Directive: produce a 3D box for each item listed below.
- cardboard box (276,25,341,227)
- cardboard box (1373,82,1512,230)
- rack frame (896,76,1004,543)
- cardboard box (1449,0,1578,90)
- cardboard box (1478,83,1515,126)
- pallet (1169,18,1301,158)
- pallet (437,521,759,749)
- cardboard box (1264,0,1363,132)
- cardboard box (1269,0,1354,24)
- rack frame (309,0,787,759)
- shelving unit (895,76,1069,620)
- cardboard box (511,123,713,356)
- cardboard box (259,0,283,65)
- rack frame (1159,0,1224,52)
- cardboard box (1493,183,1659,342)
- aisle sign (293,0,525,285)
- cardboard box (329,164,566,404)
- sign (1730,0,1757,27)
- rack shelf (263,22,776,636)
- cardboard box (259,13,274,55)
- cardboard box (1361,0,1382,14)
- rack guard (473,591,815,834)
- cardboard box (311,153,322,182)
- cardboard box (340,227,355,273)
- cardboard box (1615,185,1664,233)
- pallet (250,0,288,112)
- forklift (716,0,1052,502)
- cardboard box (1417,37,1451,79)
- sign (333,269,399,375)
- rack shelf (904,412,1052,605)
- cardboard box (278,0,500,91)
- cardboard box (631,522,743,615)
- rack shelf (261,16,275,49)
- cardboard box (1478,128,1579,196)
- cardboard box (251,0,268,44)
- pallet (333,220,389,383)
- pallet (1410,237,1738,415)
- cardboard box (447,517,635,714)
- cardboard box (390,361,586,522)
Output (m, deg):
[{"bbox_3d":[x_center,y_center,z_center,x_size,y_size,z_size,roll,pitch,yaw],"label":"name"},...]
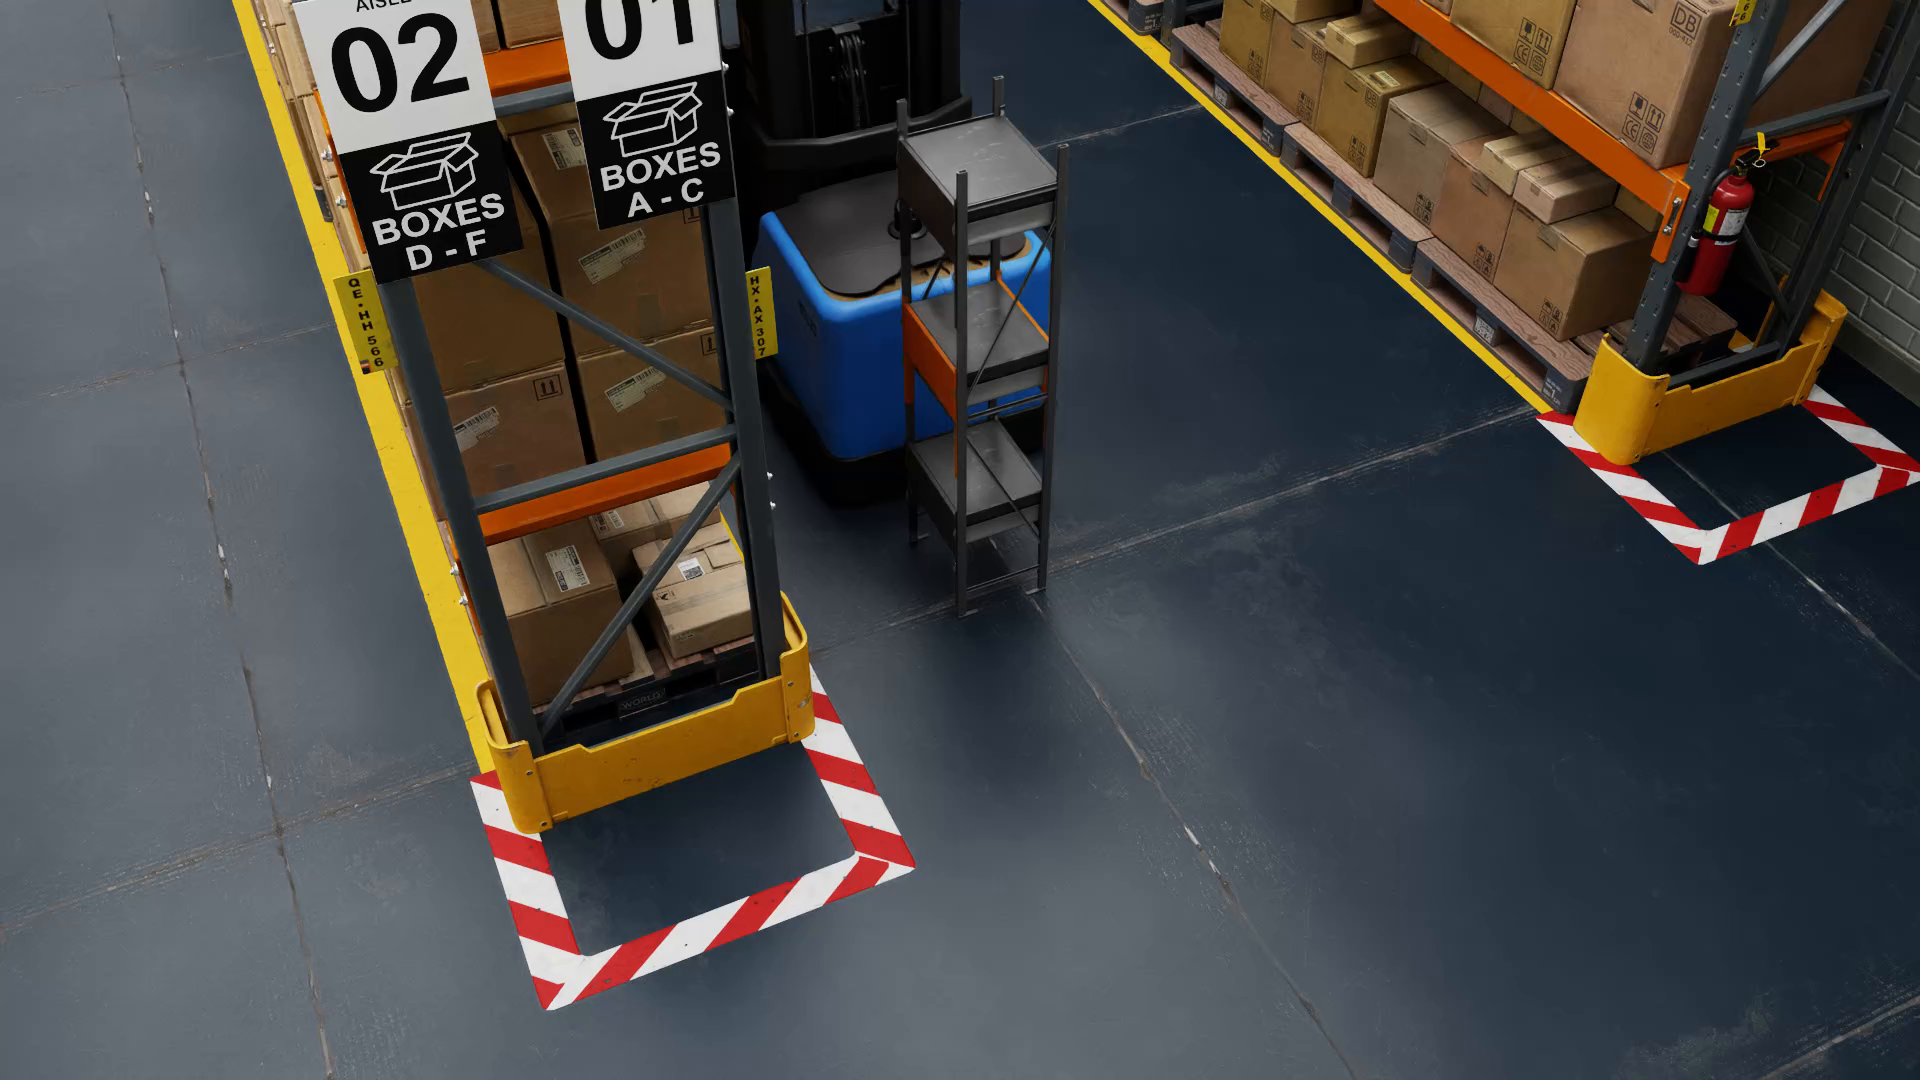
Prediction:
[{"bbox_3d":[-1.977,-1.462,5.682,0.500,0.500,0.500,-17,47,-16],"label":"cardboard box"},{"bbox_3d":[2.580,-1.998,8.489,0.700,0.500,0.500,-19,48,-19],"label":"cardboard box"},{"bbox_3d":[-0.033,-0.797,6.432,0.400,2.100,0.015,-18,47,-17],"label":"rack frame"},{"bbox_3d":[2.848,-2.572,7.376,0.980,0.700,0.700,-18,48,-18],"label":"cardboard box"},{"bbox_3d":[2.811,-2.213,8.245,0.380,0.149,0.250,-17,47,-17],"label":"cardboard box"},{"bbox_3d":[1.955,-2.731,9.737,1.003,0.211,1.213,-18,47,-17],"label":"pallet"},{"bbox_3d":[-1.473,0.219,6.747,1.003,0.211,1.213,-18,47,-17],"label":"pallet"},{"bbox_3d":[2.136,-2.663,9.163,0.700,0.500,0.500,-18,48,-18],"label":"cardboard box"},{"bbox_3d":[1.906,-2.943,8.985,0.380,0.149,0.250,-17,47,-16],"label":"cardboard box"},{"bbox_3d":[-1.105,-0.217,5.203,1.000,3.000,0.127,-18,47,-17],"label":"rack frame"},{"bbox_3d":[0.070,-0.642,6.274,0.431,2.100,0.503,-18,47,-17],"label":"shelving unit"},{"bbox_3d":[-1.052,-0.970,5.183,0.500,0.500,0.500,-17,47,-16],"label":"cardboard box"},{"bbox_3d":[-2.411,-2.118,6.347,0.500,0.500,0.500,-19,48,-19],"label":"cardboard box"},{"bbox_3d":[1.706,-4.232,9.272,1.000,3.000,0.127,-18,47,-17],"label":"rack frame"},{"bbox_3d":[3.003,-1.359,7.841,0.700,0.500,0.500,-18,47,-17],"label":"cardboard box"},{"bbox_3d":[-1.354,-1.009,4.155,0.394,0.787,0.004,-18,47,-17],"label":"aisle sign"},{"bbox_3d":[-1.542,-0.811,5.022,0.500,0.500,0.500,-18,48,-18],"label":"cardboard box"},{"bbox_3d":[2.890,-2.028,6.045,0.100,0.325,0.005,-18,47,-17],"label":"sign"},{"bbox_3d":[-1.946,-1.236,6.748,1.077,0.370,4.000,-18,47,-17],"label":"rack shelf"},{"bbox_3d":[-3.455,-2.581,9.065,0.500,0.500,0.500,-18,47,-17],"label":"cardboard box"},{"bbox_3d":[2.381,-2.864,8.904,0.380,0.149,0.250,-19,48,-19],"label":"cardboard box"},{"bbox_3d":[-1.137,0.624,6.131,1.175,0.500,0.348,-18,47,-17],"label":"rack guard"},{"bbox_3d":[-2.393,-1.752,6.687,0.500,0.500,0.500,-18,47,-18],"label":"cardboard box"},{"bbox_3d":[-1.966,-1.107,6.034,0.500,0.500,0.500,-18,47,-17],"label":"cardboard box"},{"bbox_3d":[3.237,-1.569,7.592,0.380,0.149,0.250,-18,47,-17],"label":"cardboard box"},{"bbox_3d":[-3.680,-3.060,10.069,1.003,0.211,1.213,-18,47,-17],"label":"pallet"},{"bbox_3d":[-0.663,-2.251,7.314,1.130,2.935,3.031,-17,47,-17],"label":"forklift"},{"bbox_3d":[2.596,-2.538,8.574,0.380,0.149,0.250,-19,48,-18],"label":"cardboard box"},{"bbox_3d":[-1.617,-0.591,4.533,0.100,0.325,0.005,-18,47,-17],"label":"sign"},{"bbox_3d":[0.070,-0.134,6.776,0.431,0.518,0.480,-18,47,-17],"label":"rack shelf"},{"bbox_3d":[-1.560,-1.481,4.455,0.500,0.250,0.500,-18,47,-17],"label":"cardboard box"},{"bbox_3d":[-1.074,0.107,6.579,0.380,0.166,0.250,-18,47,-17],"label":"cardboard box"},{"bbox_3d":[-3.628,-3.785,9.331,1.077,0.370,4.000,-18,47,-17],"label":"rack shelf"},{"bbox_3d":[2.675,-1.781,7.807,0.380,0.149,0.250,-17,47,-16],"label":"cardboard box"},{"bbox_3d":[-3.881,-3.224,9.717,0.500,0.500,0.500,-20,48,-19],"label":"cardboard box"},{"bbox_3d":[-2.499,-1.336,8.322,1.003,0.211,1.213,-18,47,-17],"label":"pallet"},{"bbox_3d":[2.981,-1.176,8.161,1.003,0.211,1.213,-18,47,-17],"label":"pallet"},{"bbox_3d":[-1.557,0.242,6.204,0.500,0.500,0.500,-18,47,-17],"label":"cardboard box"},{"bbox_3d":[-1.540,-0.458,5.376,0.500,0.500,0.500,-17,47,-16],"label":"cardboard box"}]
